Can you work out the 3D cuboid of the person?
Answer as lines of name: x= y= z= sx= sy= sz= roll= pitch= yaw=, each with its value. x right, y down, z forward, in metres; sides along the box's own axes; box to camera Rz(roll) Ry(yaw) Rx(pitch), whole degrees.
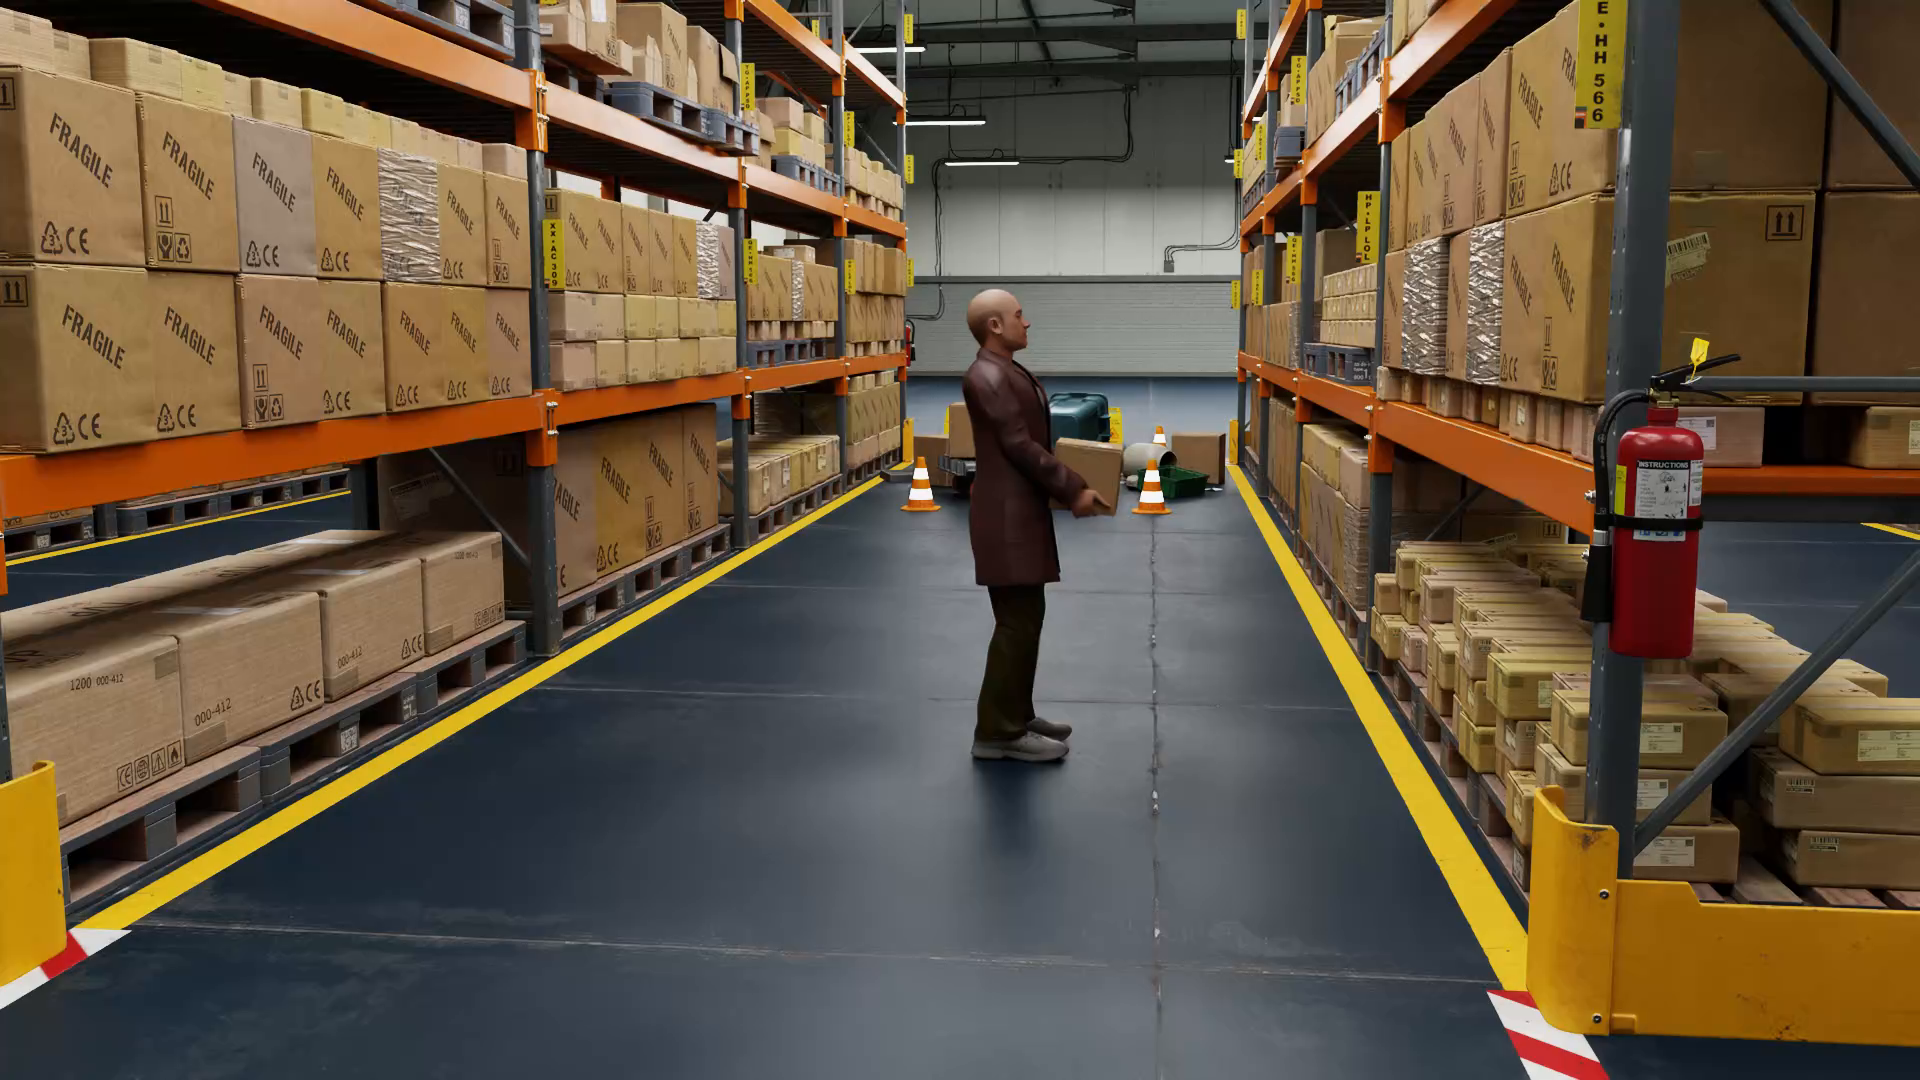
person: x=0.298 y=-0.063 z=6.350 sx=0.555 sy=1.769 sz=0.531 roll=1 pitch=7 yaw=6
